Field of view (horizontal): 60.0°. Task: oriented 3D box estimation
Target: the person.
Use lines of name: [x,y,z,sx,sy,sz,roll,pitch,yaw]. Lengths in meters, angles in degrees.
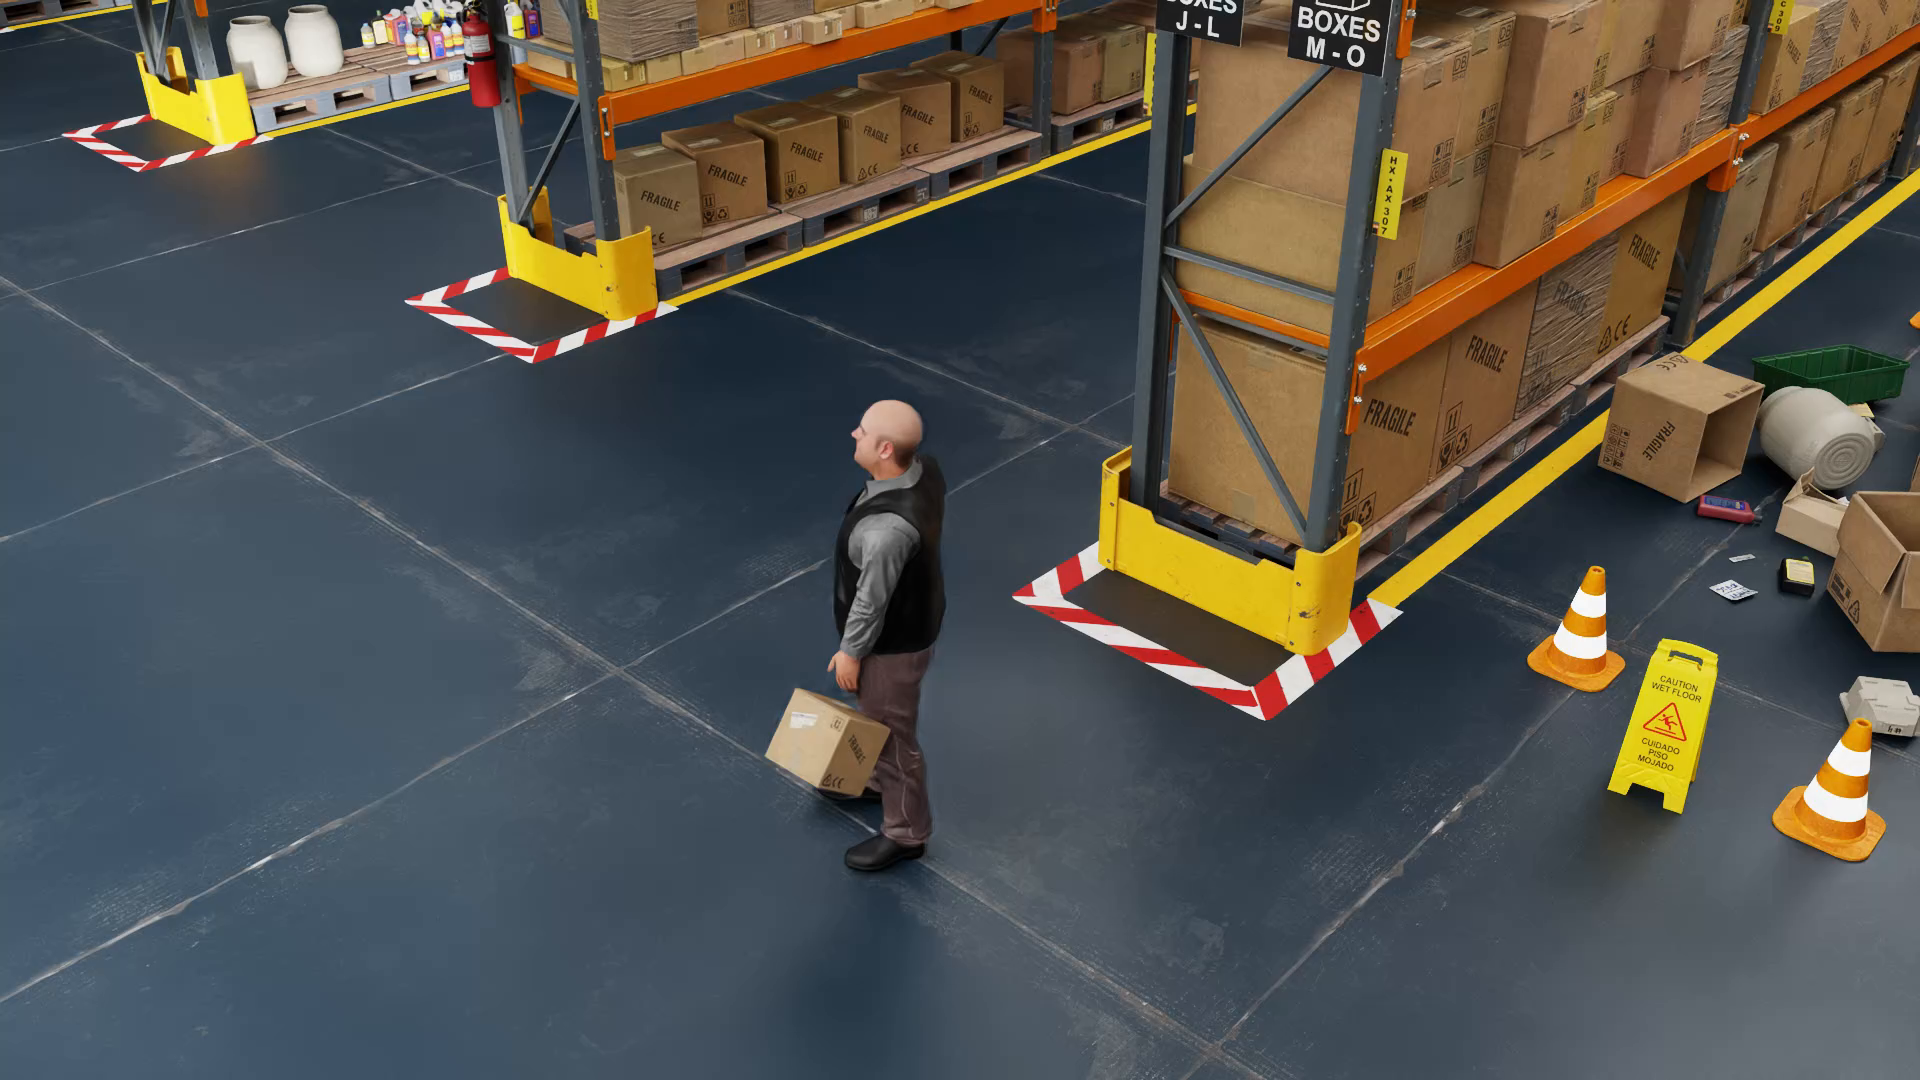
person: [-0.258,0.314,5.598,0.401,1.728,0.543,5,31,8]
